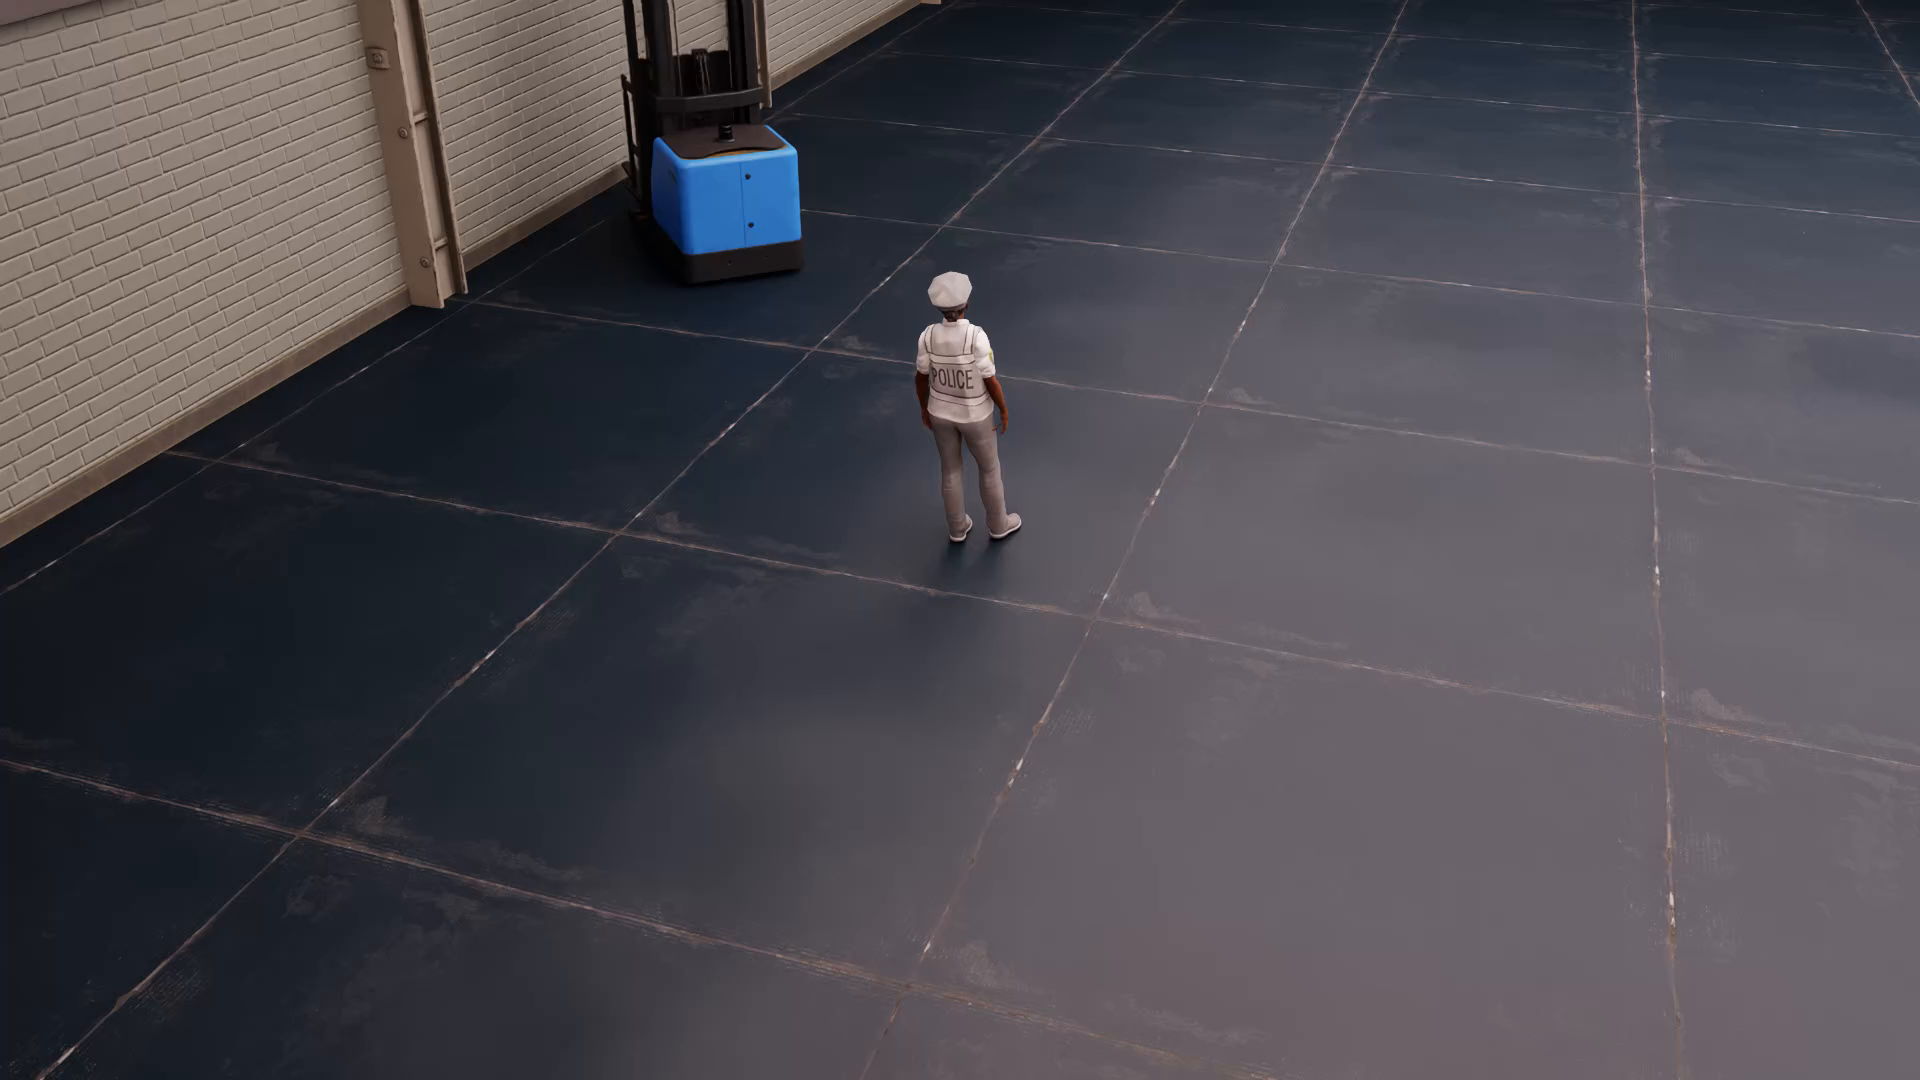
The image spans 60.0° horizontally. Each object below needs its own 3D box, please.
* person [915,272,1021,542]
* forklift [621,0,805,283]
[{"bbox_3d":[0.043,-0.774,9.729,0.569,1.695,0.530,10,31,16],"label":"person"},{"bbox_3d":[-2.357,-4.096,14.321,1.130,2.935,3.031,-12,32,-20],"label":"forklift"}]
